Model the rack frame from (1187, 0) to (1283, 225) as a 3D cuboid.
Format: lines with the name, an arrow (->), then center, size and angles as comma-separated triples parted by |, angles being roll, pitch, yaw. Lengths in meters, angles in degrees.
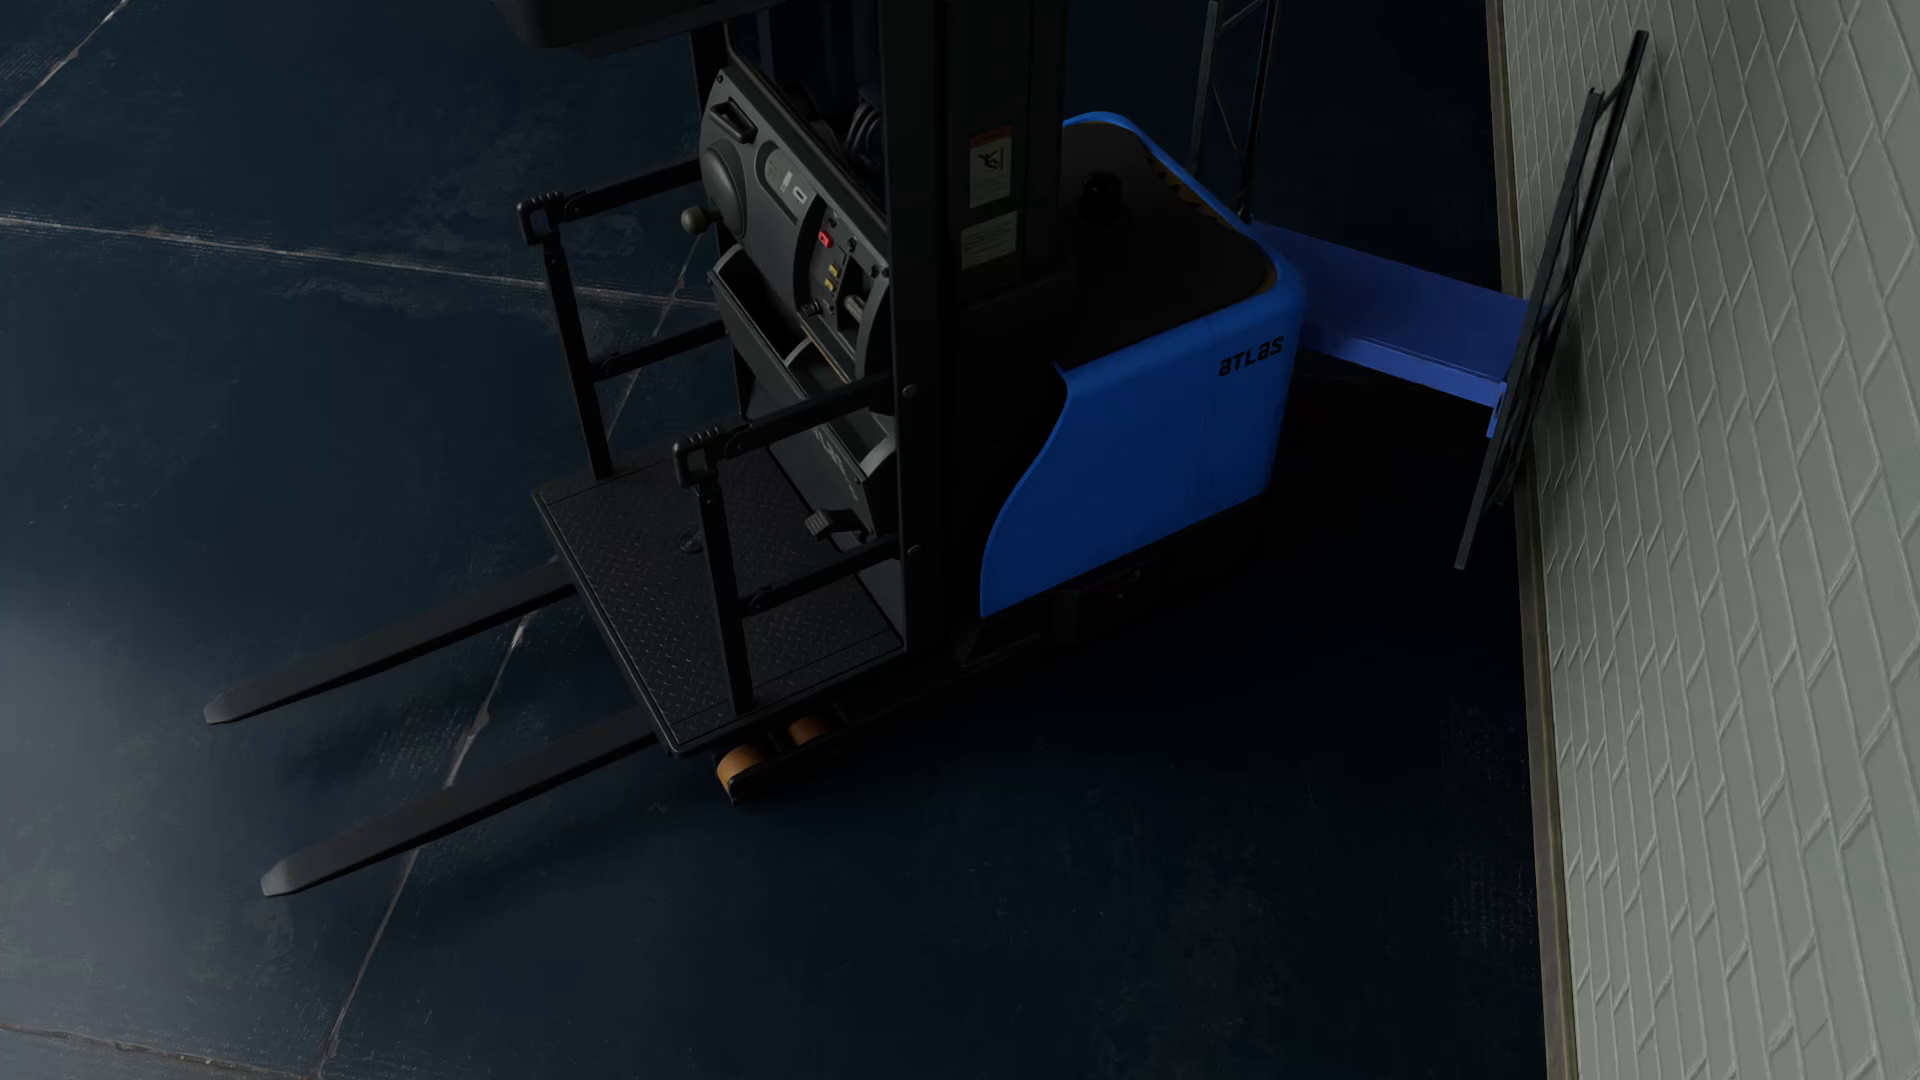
rack frame -> 0.782, -0.981, 5.080 | 0.032, 1.500, 0.500 | 22, 43, 23

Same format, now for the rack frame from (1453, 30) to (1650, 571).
rack frame -> 1.649, -0.627, 4.684 | 0.032, 1.500, 0.500 | 22, 43, 23

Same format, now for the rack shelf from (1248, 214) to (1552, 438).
rack shelf -> 1.209, -0.663, 4.994 | 1.000, 0.185, 0.538 | 22, 43, 23

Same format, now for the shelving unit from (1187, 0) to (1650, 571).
shelving unit -> 1.215, -0.804, 4.882 | 1.048, 1.500, 0.538 | 22, 43, 23

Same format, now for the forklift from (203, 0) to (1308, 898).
forklift -> -0.586, -0.714, 3.921 | 3.031, 2.935, 1.130 | -23, 52, -19
